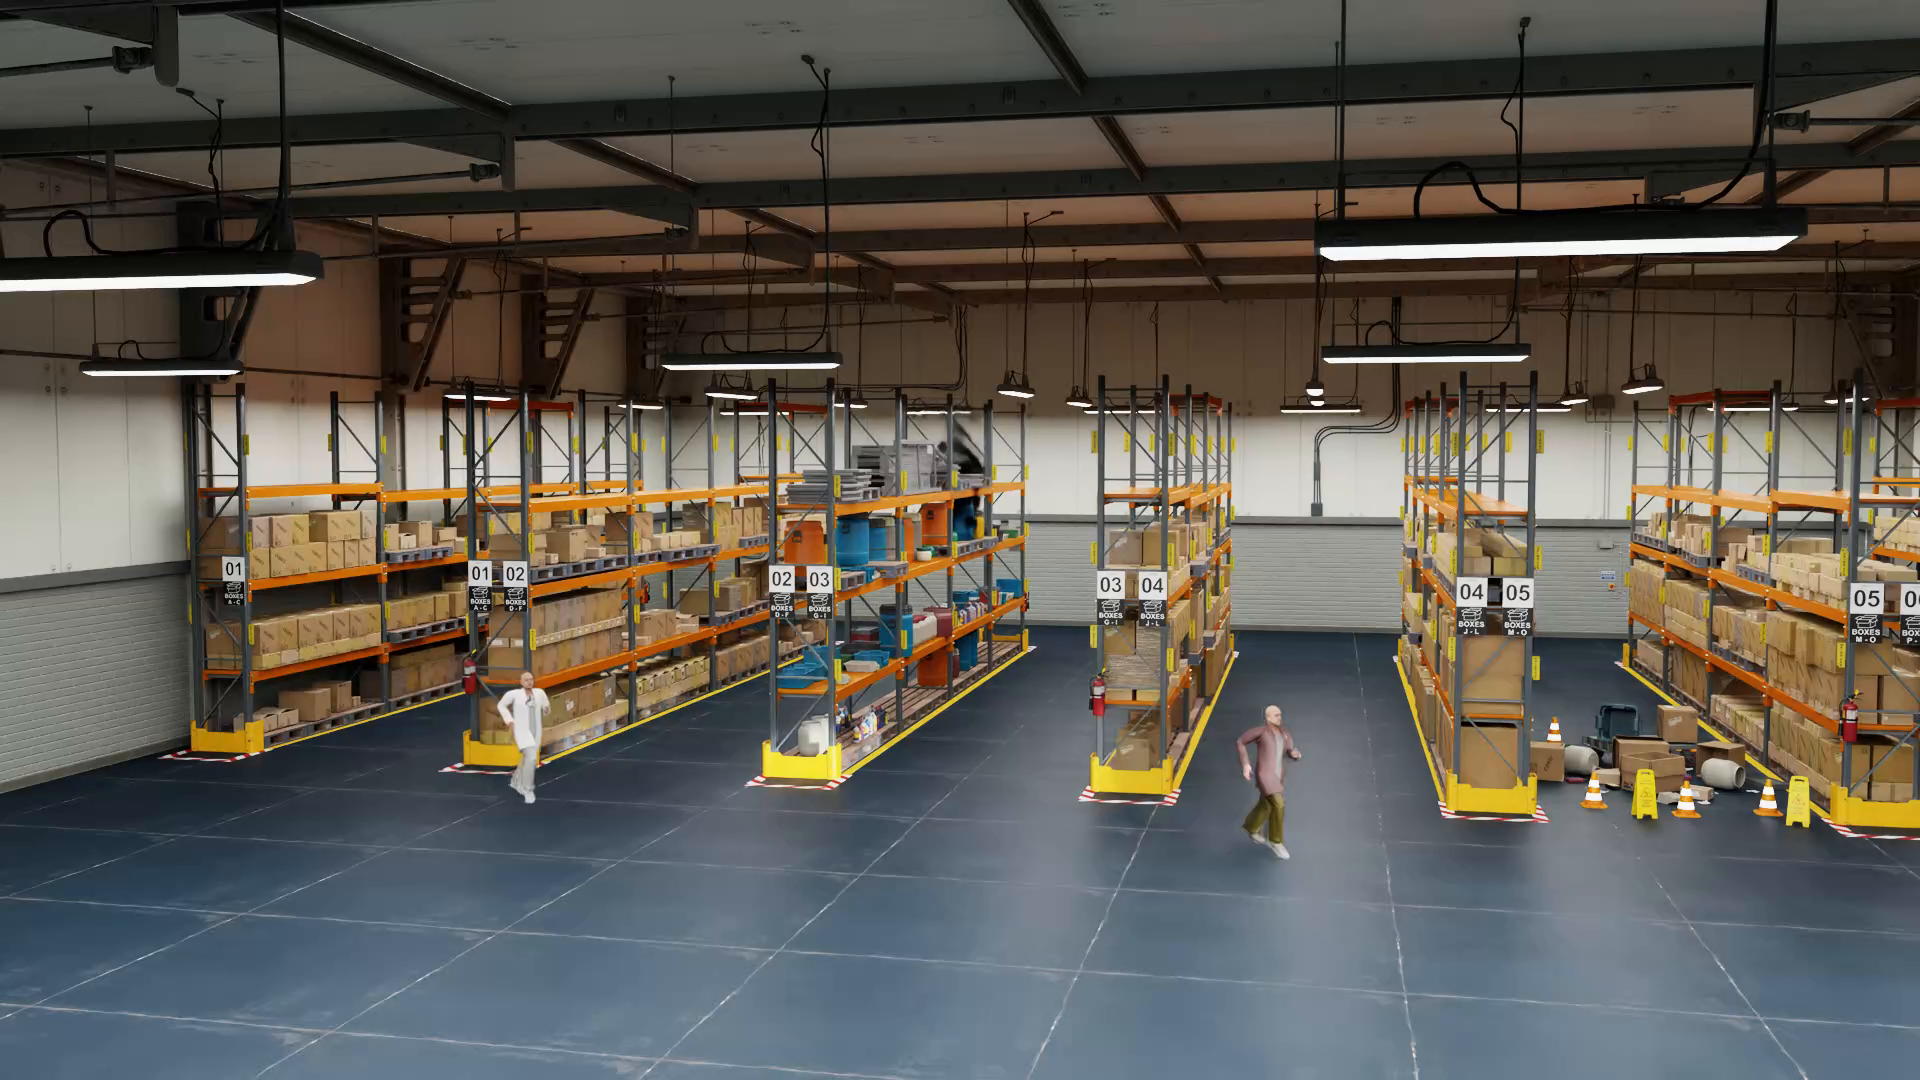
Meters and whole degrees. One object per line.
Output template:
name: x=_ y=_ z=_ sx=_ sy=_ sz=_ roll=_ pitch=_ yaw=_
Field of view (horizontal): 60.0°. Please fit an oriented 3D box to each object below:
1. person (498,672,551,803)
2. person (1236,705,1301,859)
person: x=-6.112 y=2.785 z=23.539 sx=0.847 sy=1.857 sz=0.665 roll=3 pitch=5 yaw=44
person: x=3.793 y=2.944 z=20.409 sx=0.666 sy=1.847 sz=0.938 roll=-3 pitch=4 yaw=-41
